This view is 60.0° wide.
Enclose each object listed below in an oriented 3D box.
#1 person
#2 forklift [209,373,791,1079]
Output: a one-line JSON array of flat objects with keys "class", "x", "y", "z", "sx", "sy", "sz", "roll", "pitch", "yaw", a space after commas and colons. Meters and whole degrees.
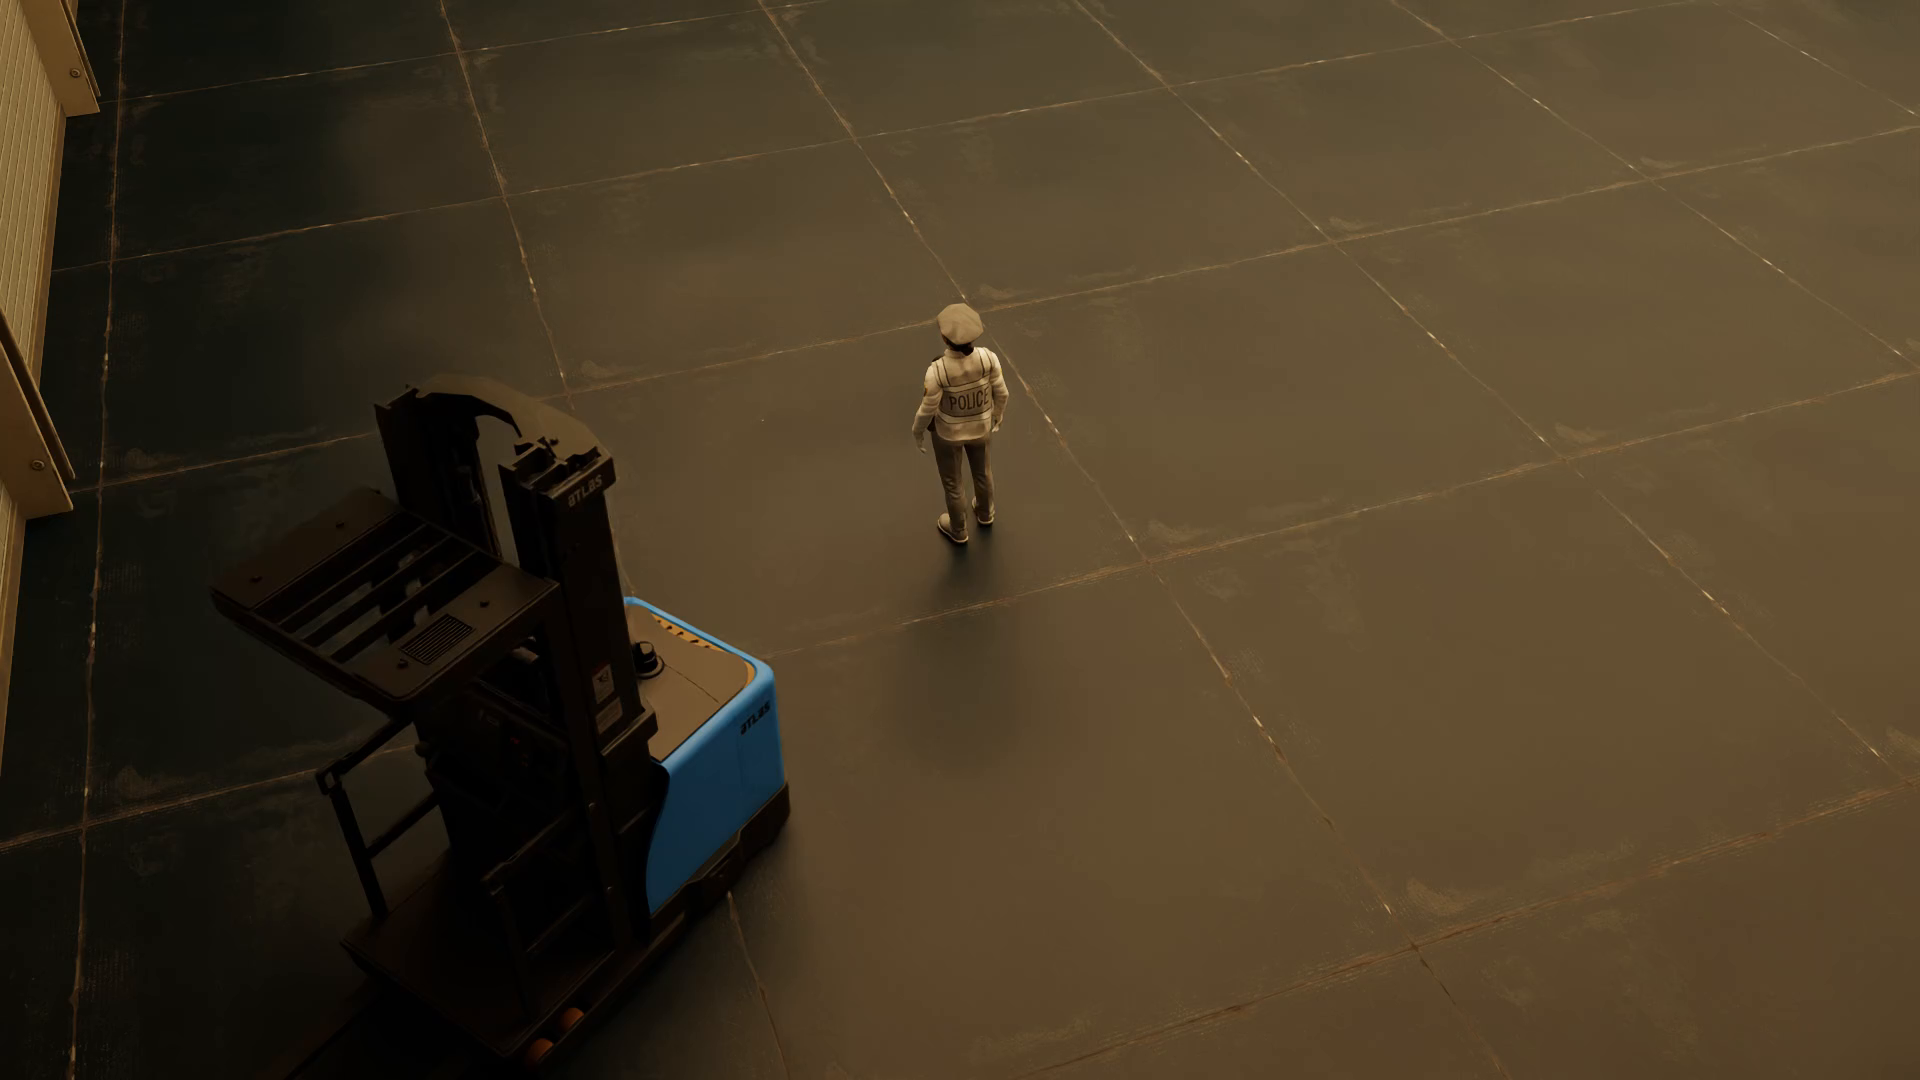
[{"class": "person", "x": -0.017, "y": -0.698, "z": 9.778, "sx": 0.586, "sy": 1.694, "sz": 0.530, "roll": -13, "pitch": 42, "yaw": -15}, {"class": "forklift", "x": -2.114, "y": 0.913, "z": 6.908, "sx": 1.130, "sy": 2.935, "sz": 3.031, "roll": 24, "pitch": 46, "yaw": 26}]
